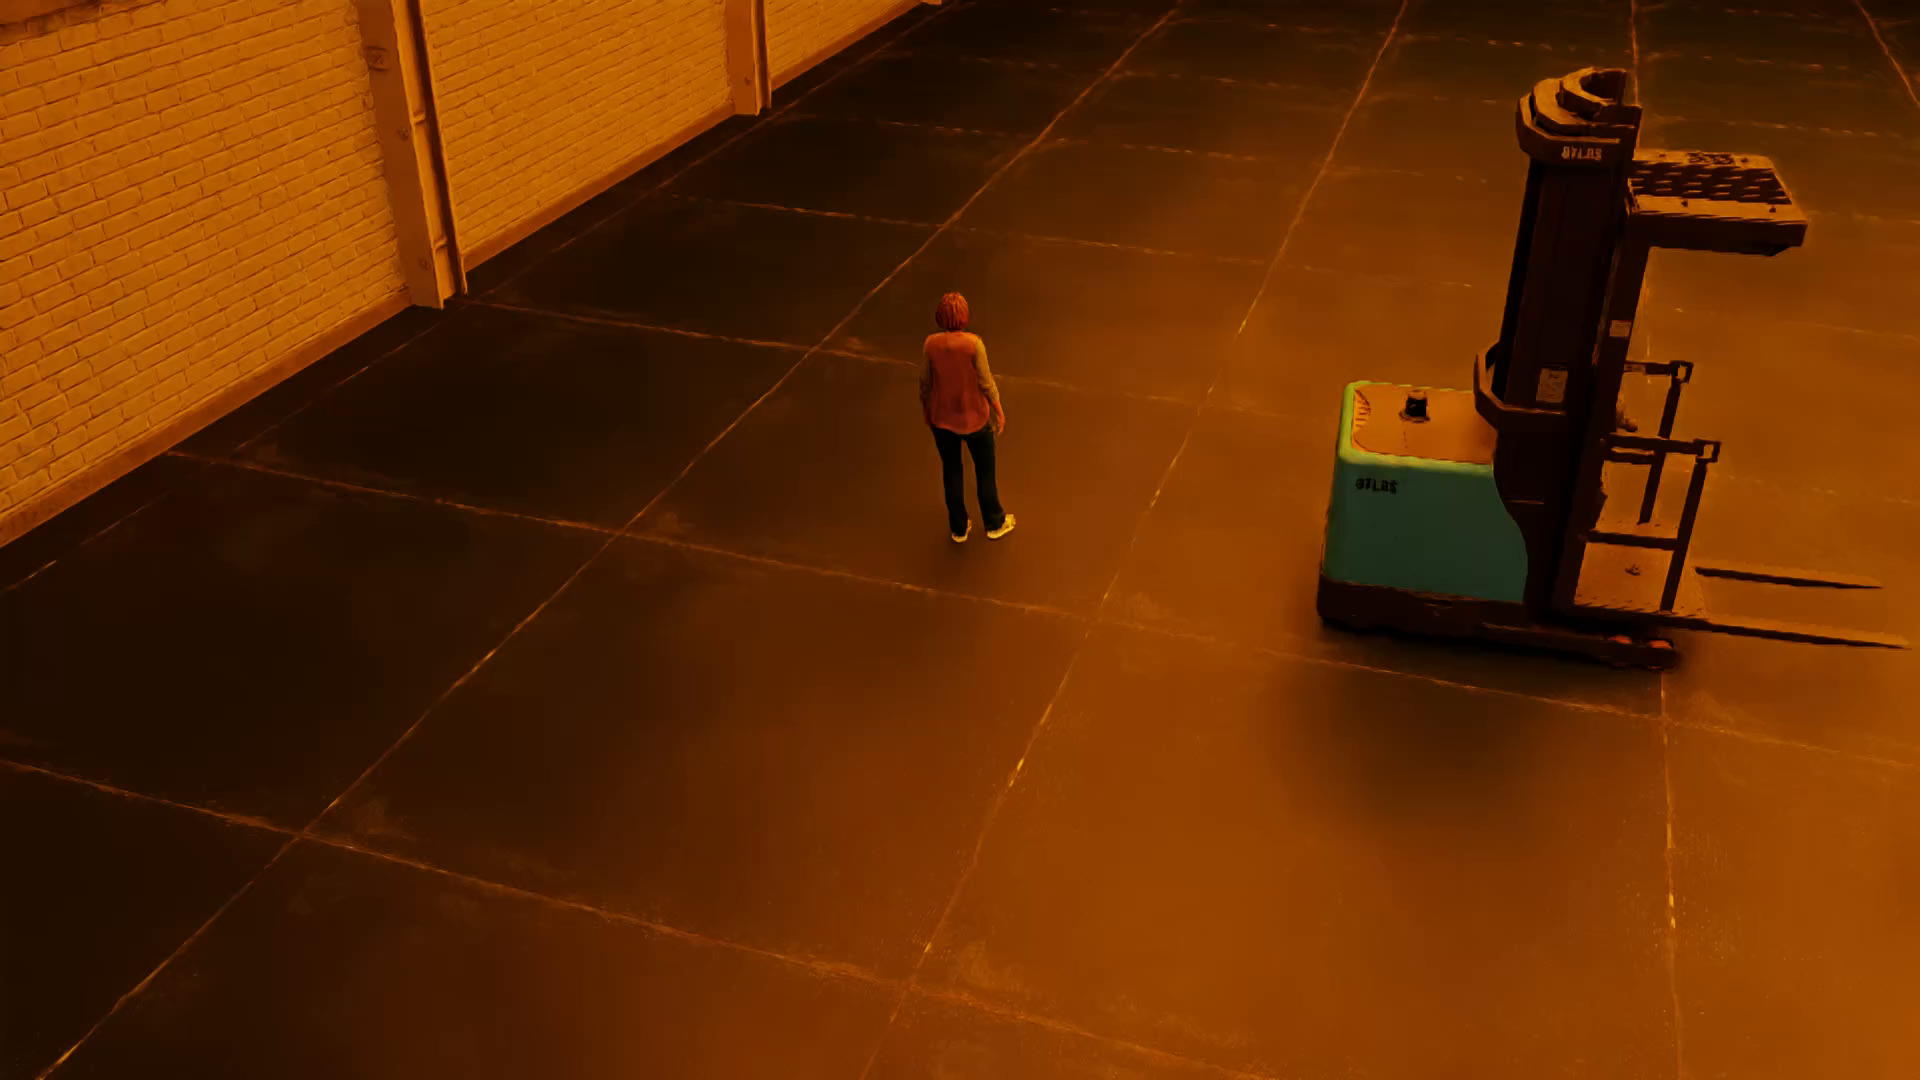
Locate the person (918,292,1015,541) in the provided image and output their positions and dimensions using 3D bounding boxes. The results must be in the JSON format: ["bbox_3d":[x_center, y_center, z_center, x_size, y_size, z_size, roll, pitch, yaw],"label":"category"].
[{"bbox_3d":[0.037,-0.732,9.754,0.520,1.597,0.474,10,31,16],"label":"person"}]

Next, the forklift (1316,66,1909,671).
[{"bbox_3d":[3.562,-0.864,8.652,3.031,2.935,1.130,7,30,12],"label":"forklift"}]
